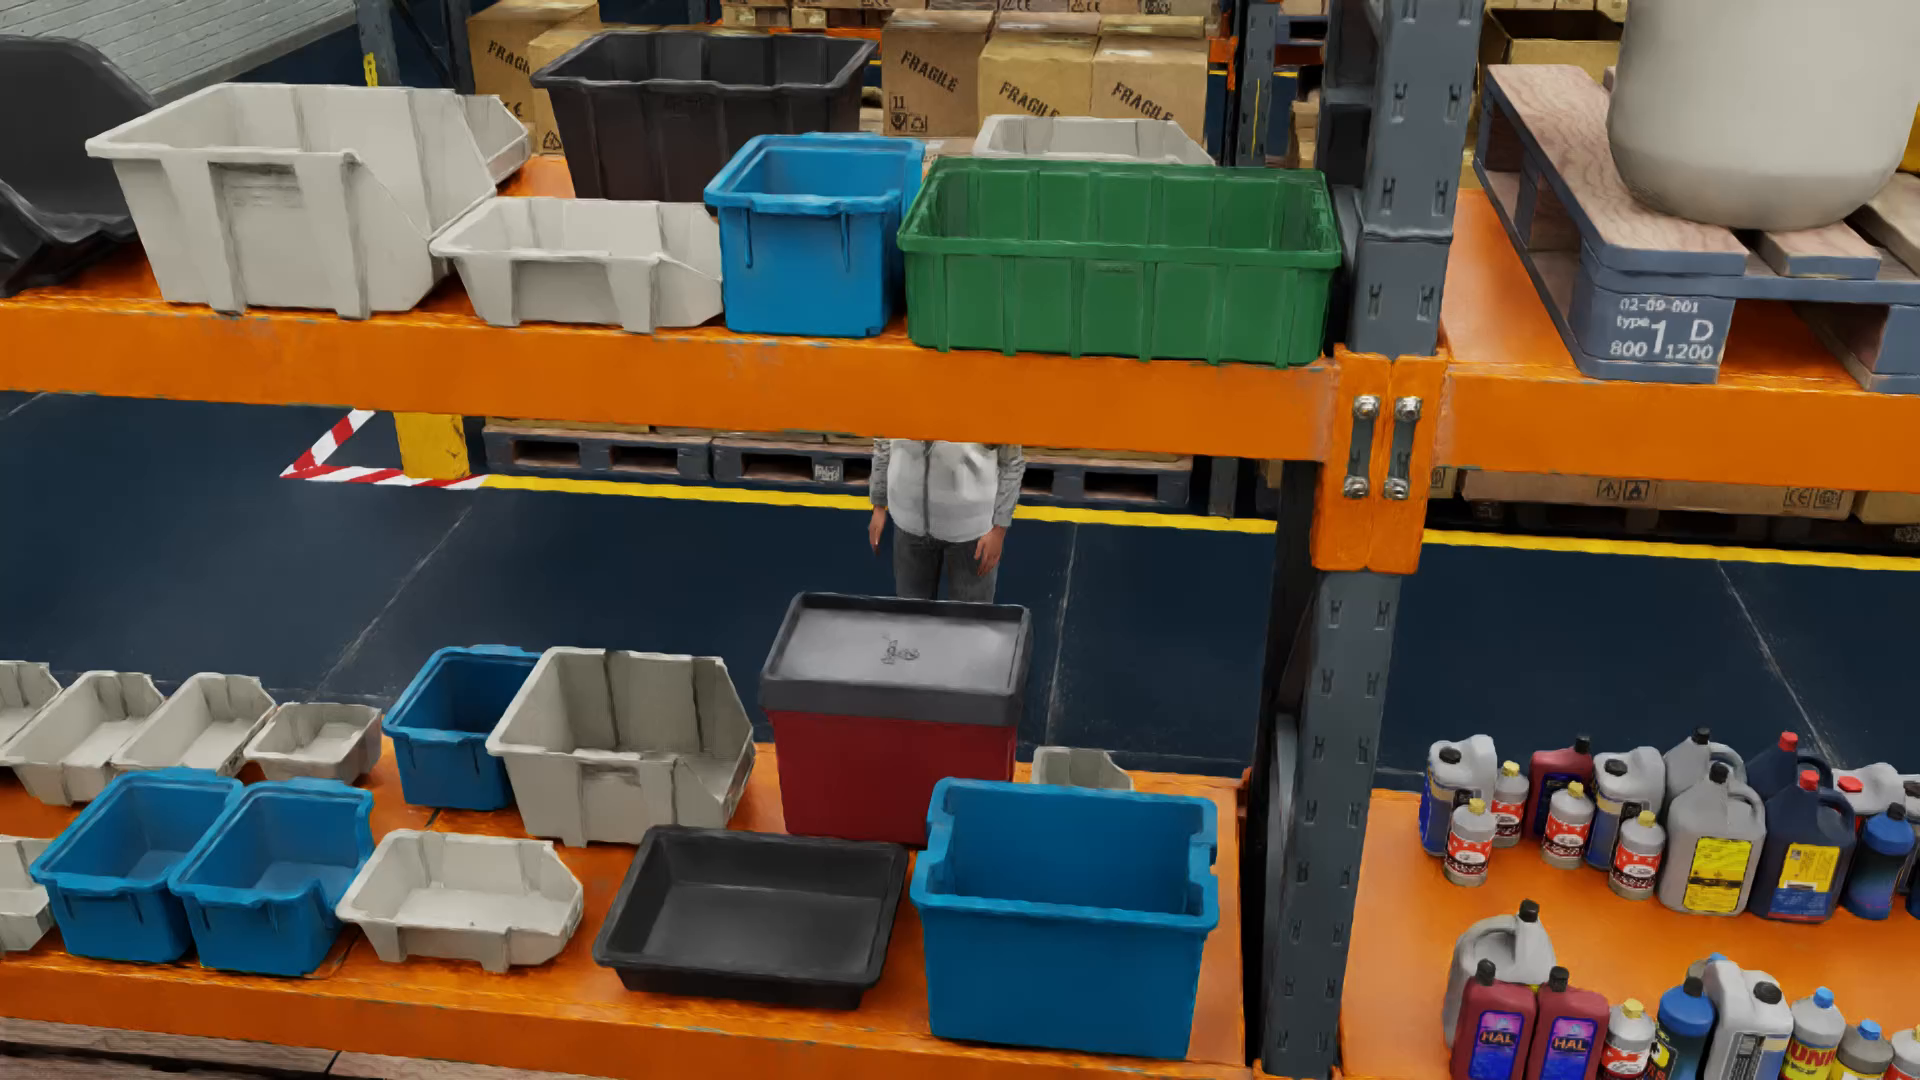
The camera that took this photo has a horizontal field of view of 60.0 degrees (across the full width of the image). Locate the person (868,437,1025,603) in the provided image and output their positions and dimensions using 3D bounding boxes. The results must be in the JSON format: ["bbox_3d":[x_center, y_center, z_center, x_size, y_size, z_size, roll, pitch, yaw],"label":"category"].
[{"bbox_3d":[-0.066,-0.046,6.171,0.587,1.818,0.415,11,30,20],"label":"person"}]
